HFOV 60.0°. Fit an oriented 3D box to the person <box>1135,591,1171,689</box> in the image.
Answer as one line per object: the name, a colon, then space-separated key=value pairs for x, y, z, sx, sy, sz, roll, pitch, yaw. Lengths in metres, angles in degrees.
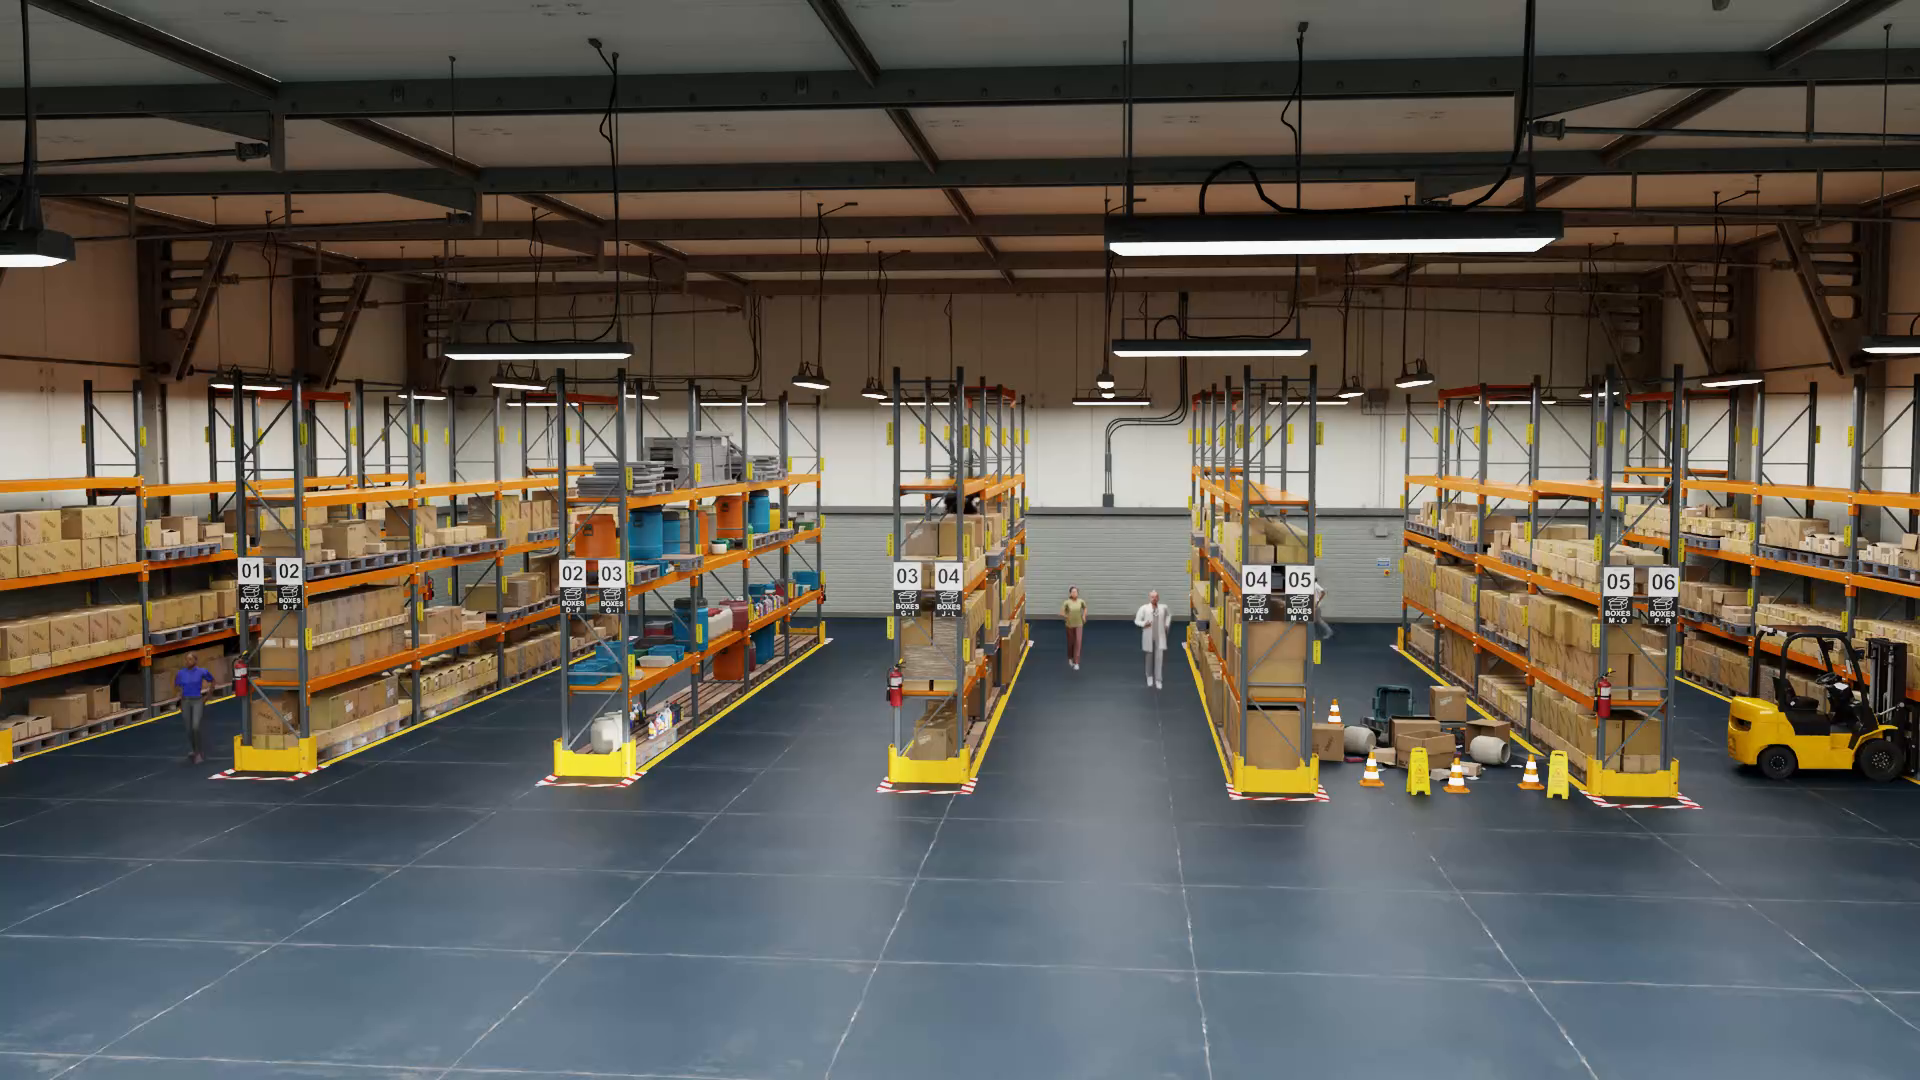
person: x=3.646 y=1.871 z=31.256 sx=0.710 sy=1.821 sz=0.960 roll=0 pitch=4 yaw=-1

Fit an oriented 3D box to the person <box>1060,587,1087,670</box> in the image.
person: x=2.343 y=1.784 z=34.086 sx=0.578 sy=1.662 sz=0.877 roll=0 pitch=4 yaw=-2

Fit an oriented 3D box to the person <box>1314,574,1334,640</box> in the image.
person: x=8.665 y=1.651 z=40.398 sx=0.894 sy=1.744 sz=0.589 roll=0 pitch=4 yaw=6

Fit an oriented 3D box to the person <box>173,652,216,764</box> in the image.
person: x=-11.837 y=2.605 z=25.662 sx=0.578 sy=1.725 sz=0.666 roll=0 pitch=4 yaw=-2
